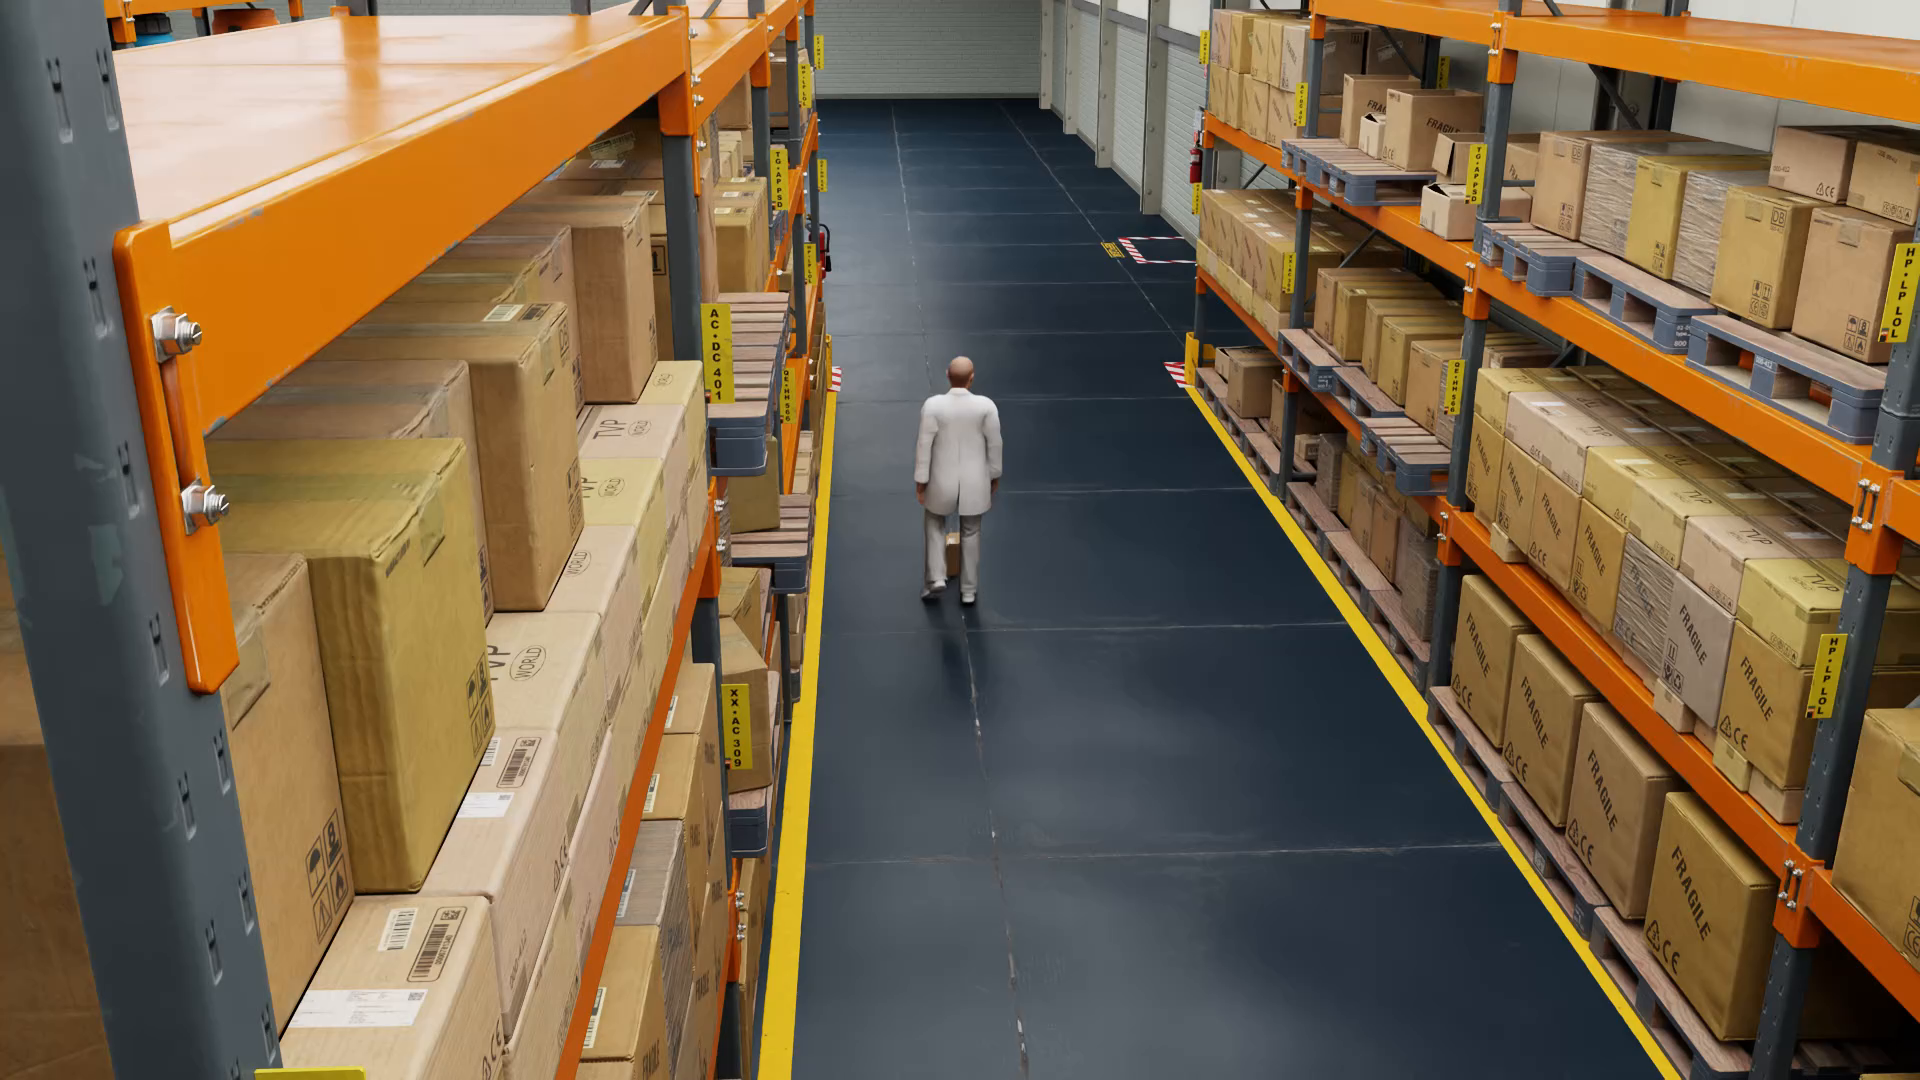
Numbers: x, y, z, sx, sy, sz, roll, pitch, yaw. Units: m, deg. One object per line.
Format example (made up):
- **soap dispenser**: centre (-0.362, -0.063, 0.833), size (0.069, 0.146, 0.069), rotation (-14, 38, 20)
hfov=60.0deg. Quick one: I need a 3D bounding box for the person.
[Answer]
- **person**: centre (-0.014, -0.405, 11.724), size (0.625, 1.847, 0.413), rotation (0, 20, -1)
